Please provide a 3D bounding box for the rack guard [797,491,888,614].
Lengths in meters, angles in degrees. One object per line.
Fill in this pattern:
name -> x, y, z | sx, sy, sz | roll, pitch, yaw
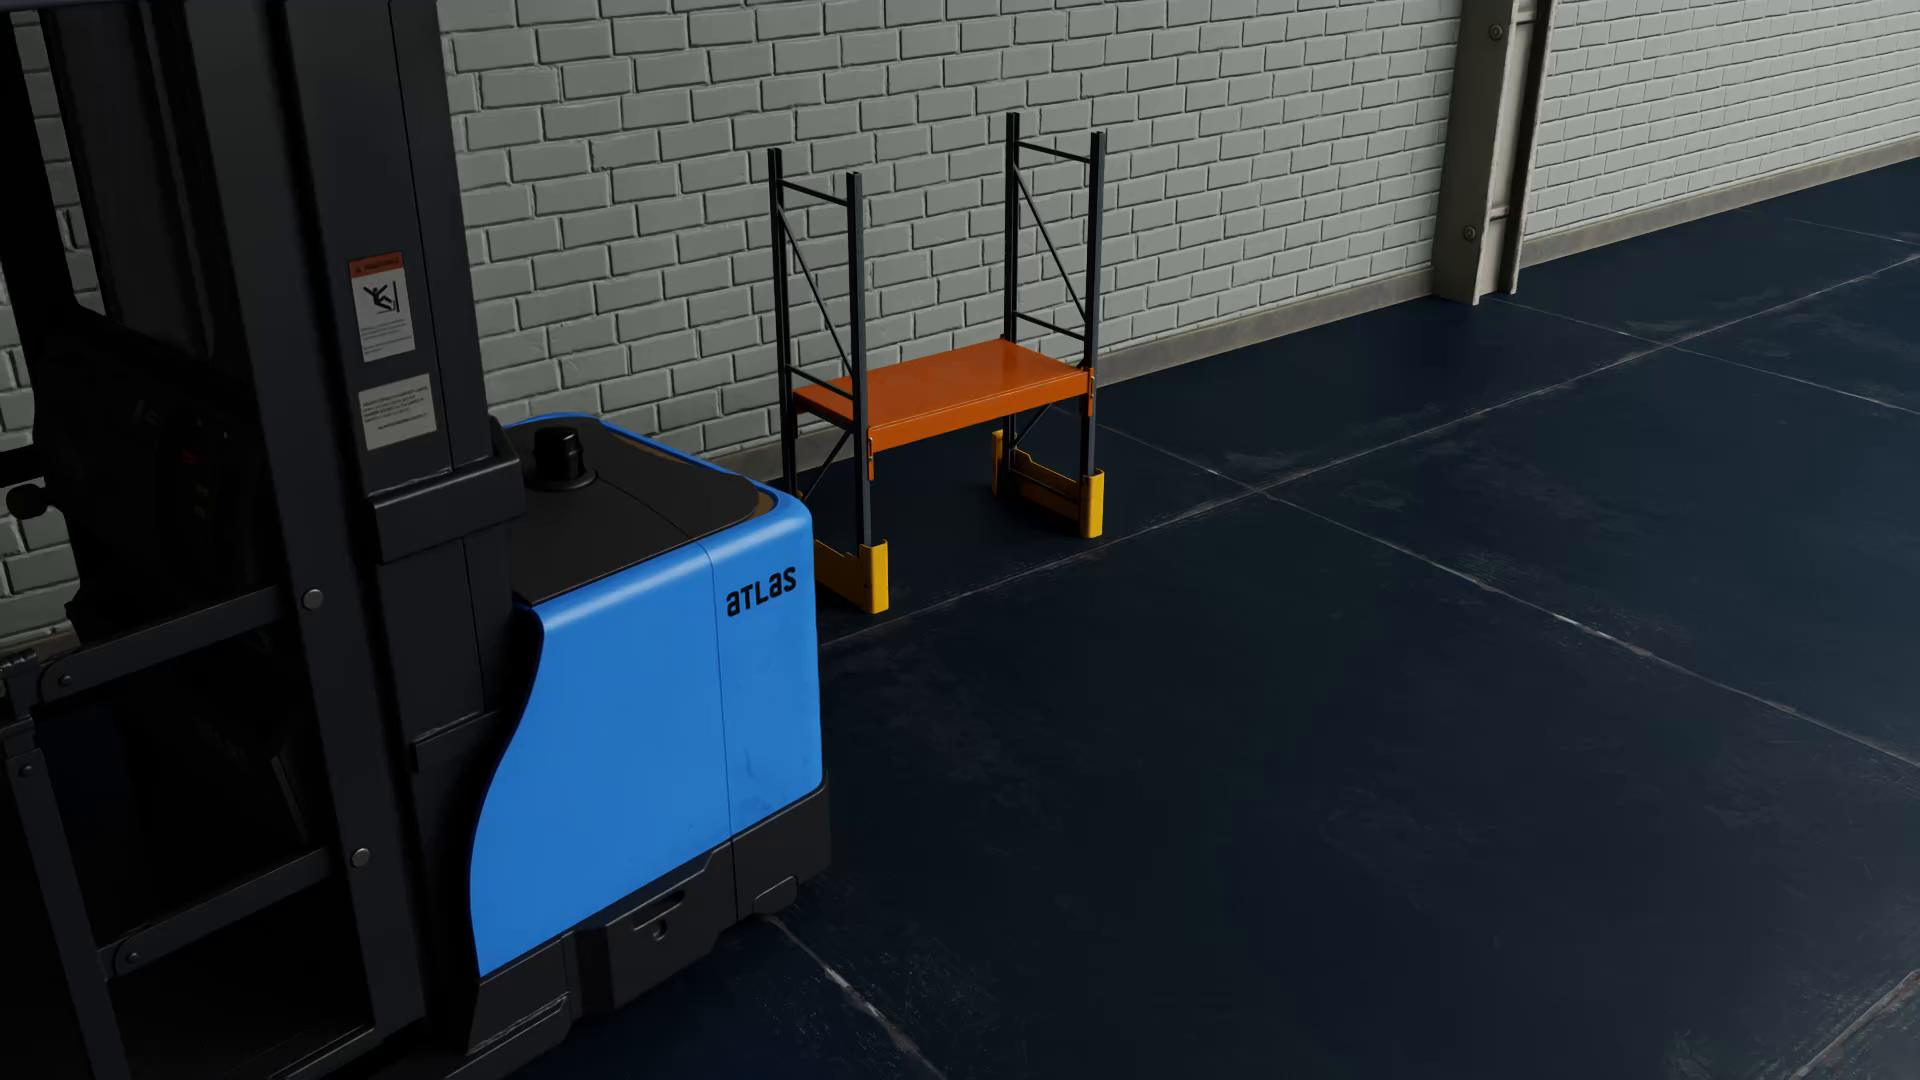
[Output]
rack guard -> -0.452, 0.036, 5.876 | 0.087, 0.250, 0.587 | -18, 31, -34

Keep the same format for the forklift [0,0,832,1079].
forklift -> -1.698, -0.125, 3.039 | 1.130, 2.935, 3.031 | 21, 32, 38

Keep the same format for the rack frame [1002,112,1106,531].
rack frame -> 0.333, -0.790, 6.171 | 0.032, 1.500, 0.500 | -18, 31, -34

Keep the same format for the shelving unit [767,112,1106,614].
shelving unit -> -0.060, -0.661, 5.892 | 1.083, 1.500, 0.587 | -18, 31, -34

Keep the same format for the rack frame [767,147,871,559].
rack frame -> -0.467, -0.526, 5.602 | 0.032, 1.500, 0.500 | -18, 31, -34

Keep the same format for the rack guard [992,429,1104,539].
rack guard -> 0.332, -0.223, 6.433 | 0.087, 0.250, 0.587 | -18, 31, -34

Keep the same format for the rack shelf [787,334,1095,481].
rack shelf -> -0.067, -0.495, 5.962 | 1.000, 0.185, 0.538 | -18, 31, -34

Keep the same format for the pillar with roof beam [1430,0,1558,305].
pillar with roof beam -> 5.485, -4.025, 4.233 | 0.400, 9.000, 9.100 | -18, 31, -34
